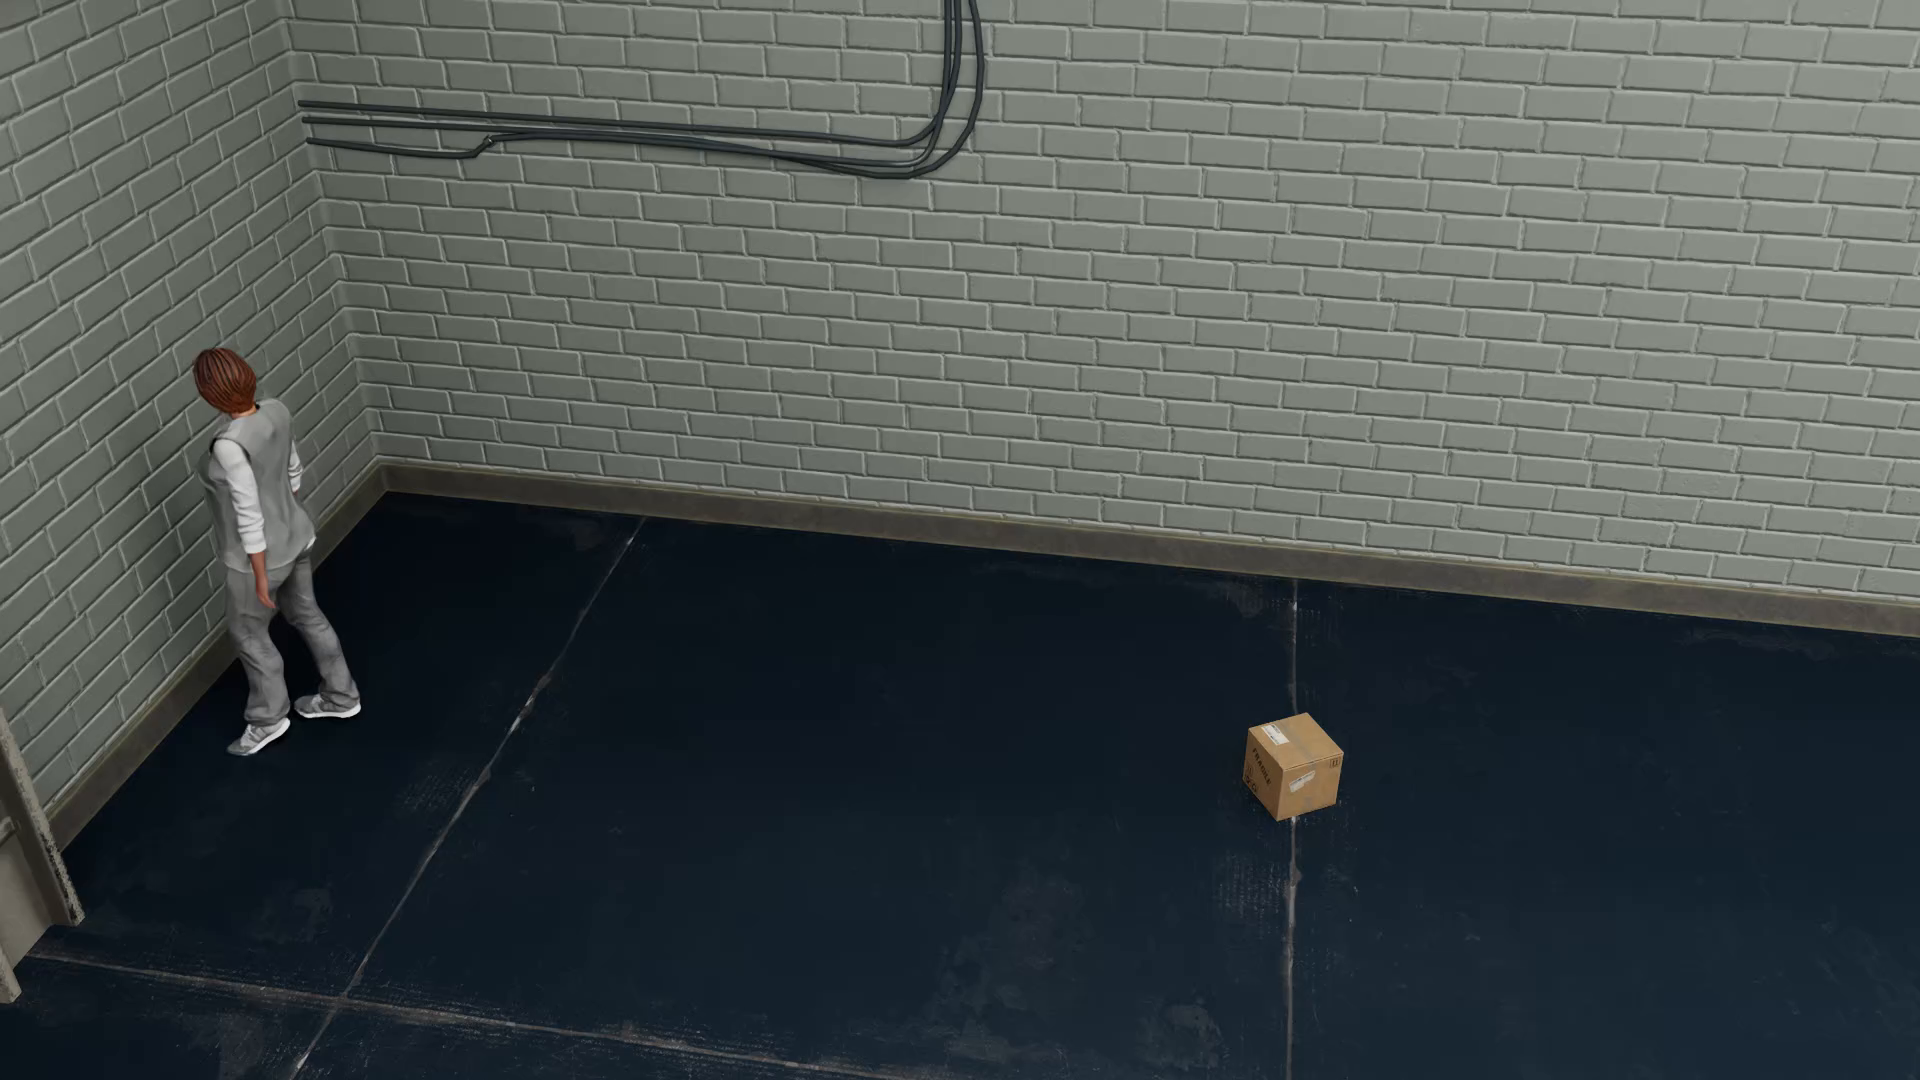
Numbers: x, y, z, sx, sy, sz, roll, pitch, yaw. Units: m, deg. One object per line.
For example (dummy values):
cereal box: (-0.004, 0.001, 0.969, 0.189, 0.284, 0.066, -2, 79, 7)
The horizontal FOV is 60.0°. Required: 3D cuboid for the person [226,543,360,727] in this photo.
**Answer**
person: (-2.517, 0.297, 6.203, 0.380, 0.841, 0.354, 5, 33, 7)
